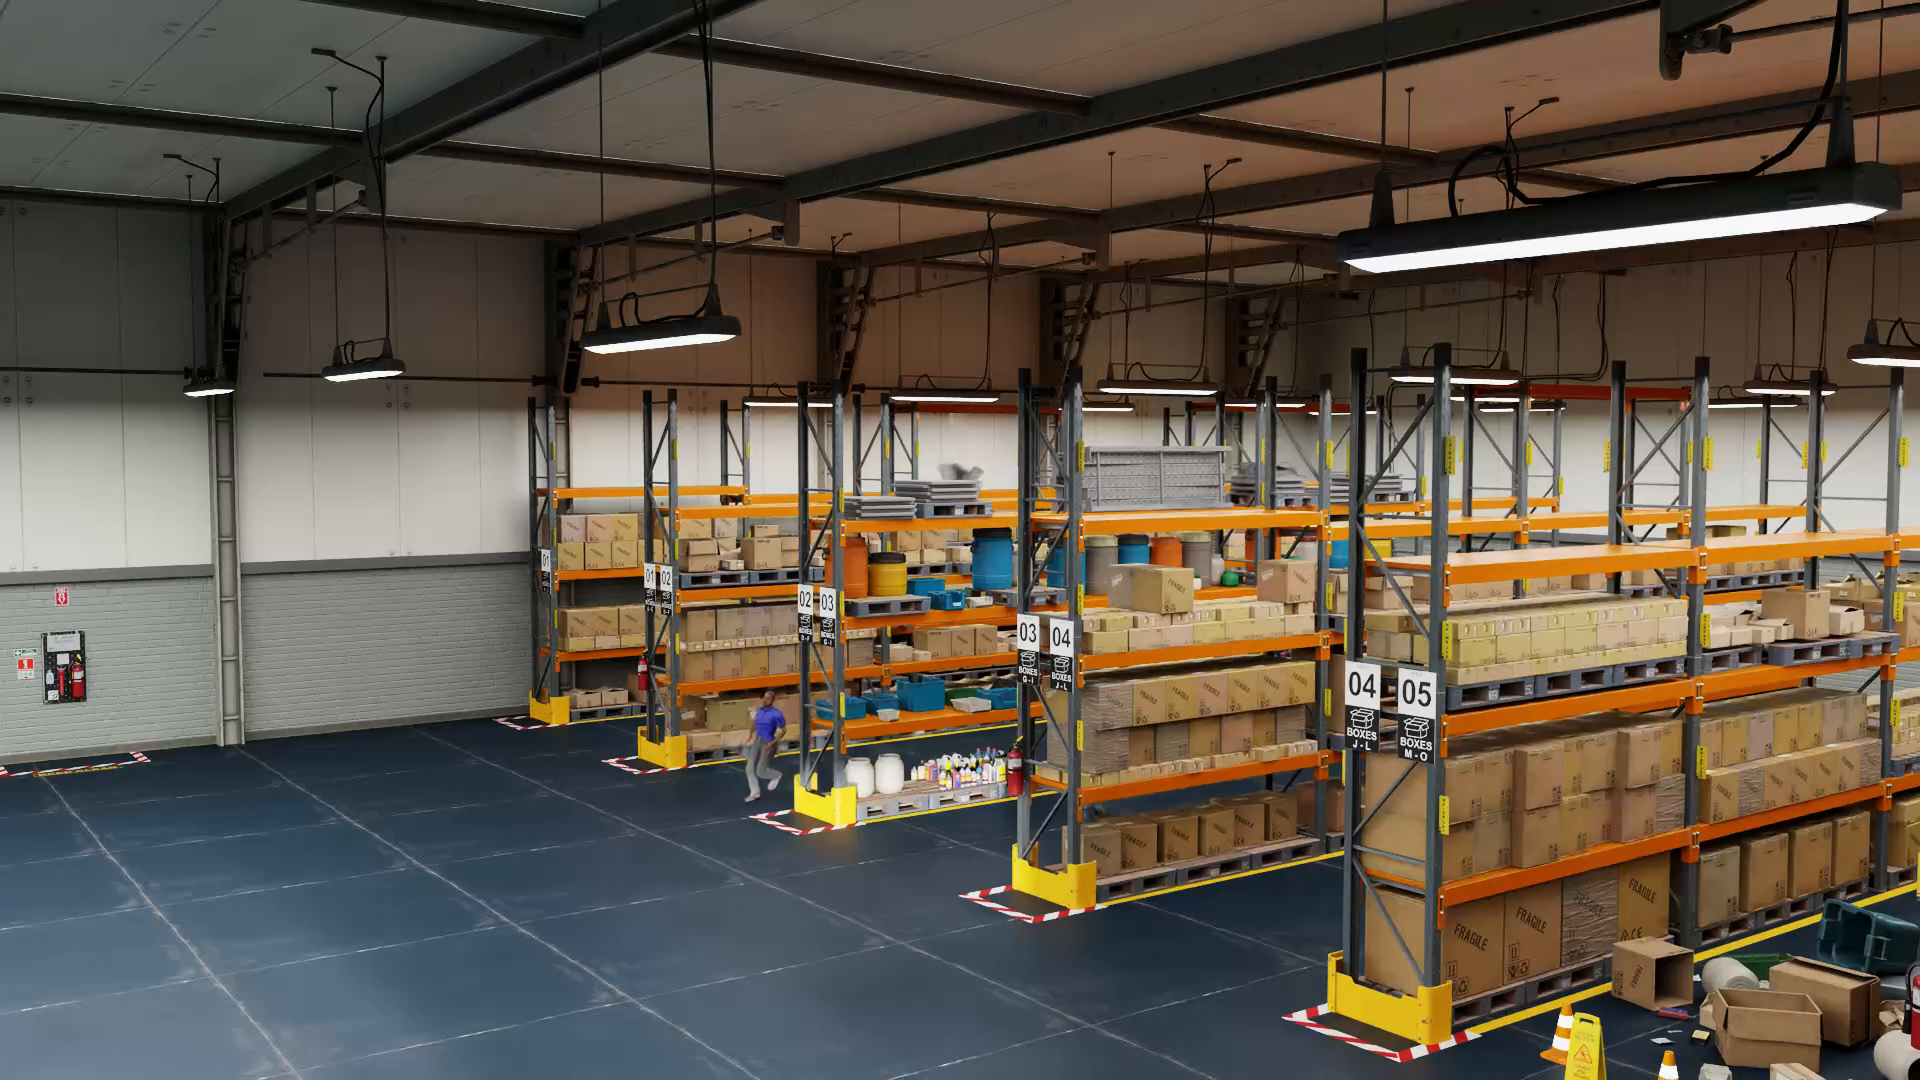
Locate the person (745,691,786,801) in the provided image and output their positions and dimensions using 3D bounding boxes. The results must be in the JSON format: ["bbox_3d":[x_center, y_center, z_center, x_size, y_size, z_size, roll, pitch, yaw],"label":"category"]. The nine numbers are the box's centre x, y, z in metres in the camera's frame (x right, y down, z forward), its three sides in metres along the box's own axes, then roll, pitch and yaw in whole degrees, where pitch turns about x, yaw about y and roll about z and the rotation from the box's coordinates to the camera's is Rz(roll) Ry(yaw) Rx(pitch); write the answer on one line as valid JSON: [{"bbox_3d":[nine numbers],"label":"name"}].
[{"bbox_3d":[-2.768,2.967,24.010,0.615,1.614,0.585,2,4,36],"label":"person"}]

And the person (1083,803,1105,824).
[{"bbox_3d":[1.716,3.032,21.440,0.704,1.725,0.668,3,4,41],"label":"person"}]

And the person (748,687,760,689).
[{"bbox_3d":[-3.718,2.534,30.207,0.664,1.687,0.720,3,4,37],"label":"person"}]
